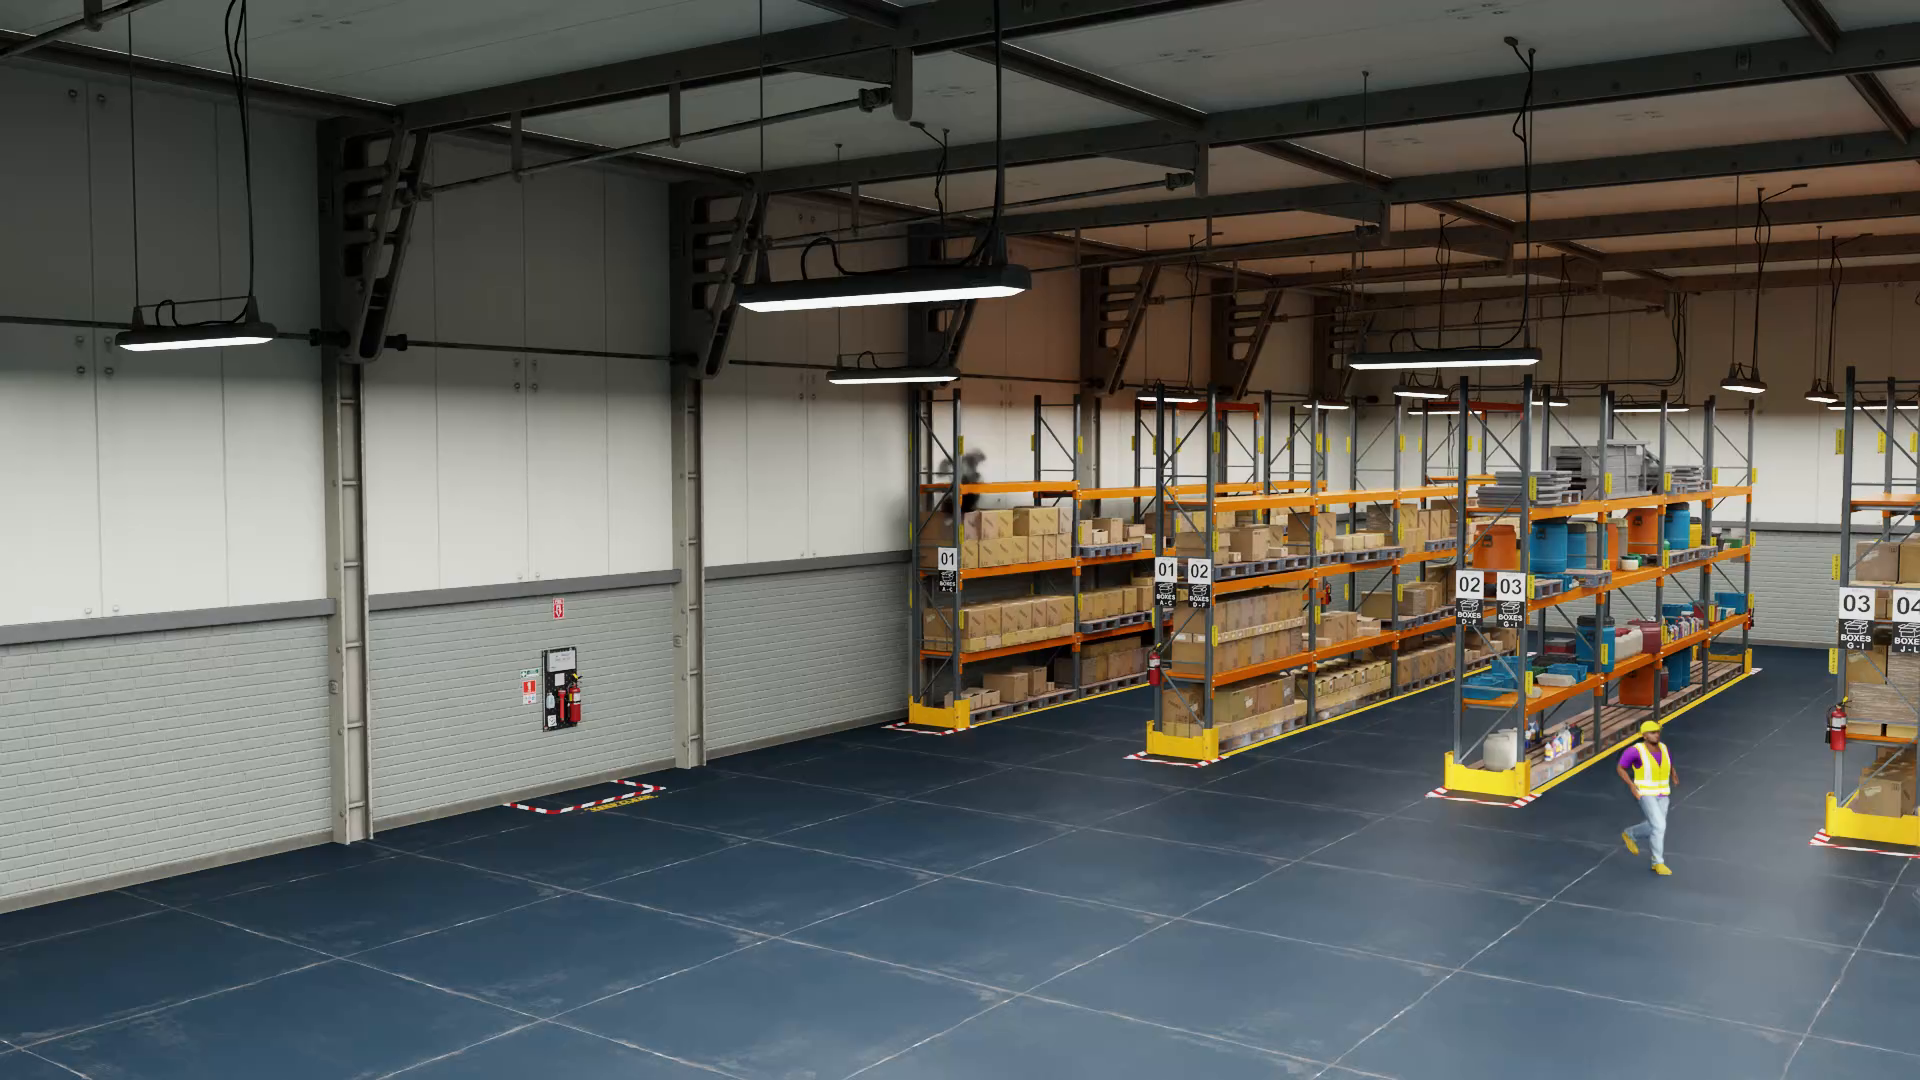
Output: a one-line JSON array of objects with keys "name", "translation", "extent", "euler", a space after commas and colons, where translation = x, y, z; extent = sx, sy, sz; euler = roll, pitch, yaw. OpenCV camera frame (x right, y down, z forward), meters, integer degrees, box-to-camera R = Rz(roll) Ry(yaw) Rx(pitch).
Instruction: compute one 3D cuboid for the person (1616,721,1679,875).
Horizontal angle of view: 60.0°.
[{"name": "person", "translation": [8.163, 3.011, 19.686], "extent": [0.690, 1.763, 0.823], "euler": [-1, 3, -18]}]
